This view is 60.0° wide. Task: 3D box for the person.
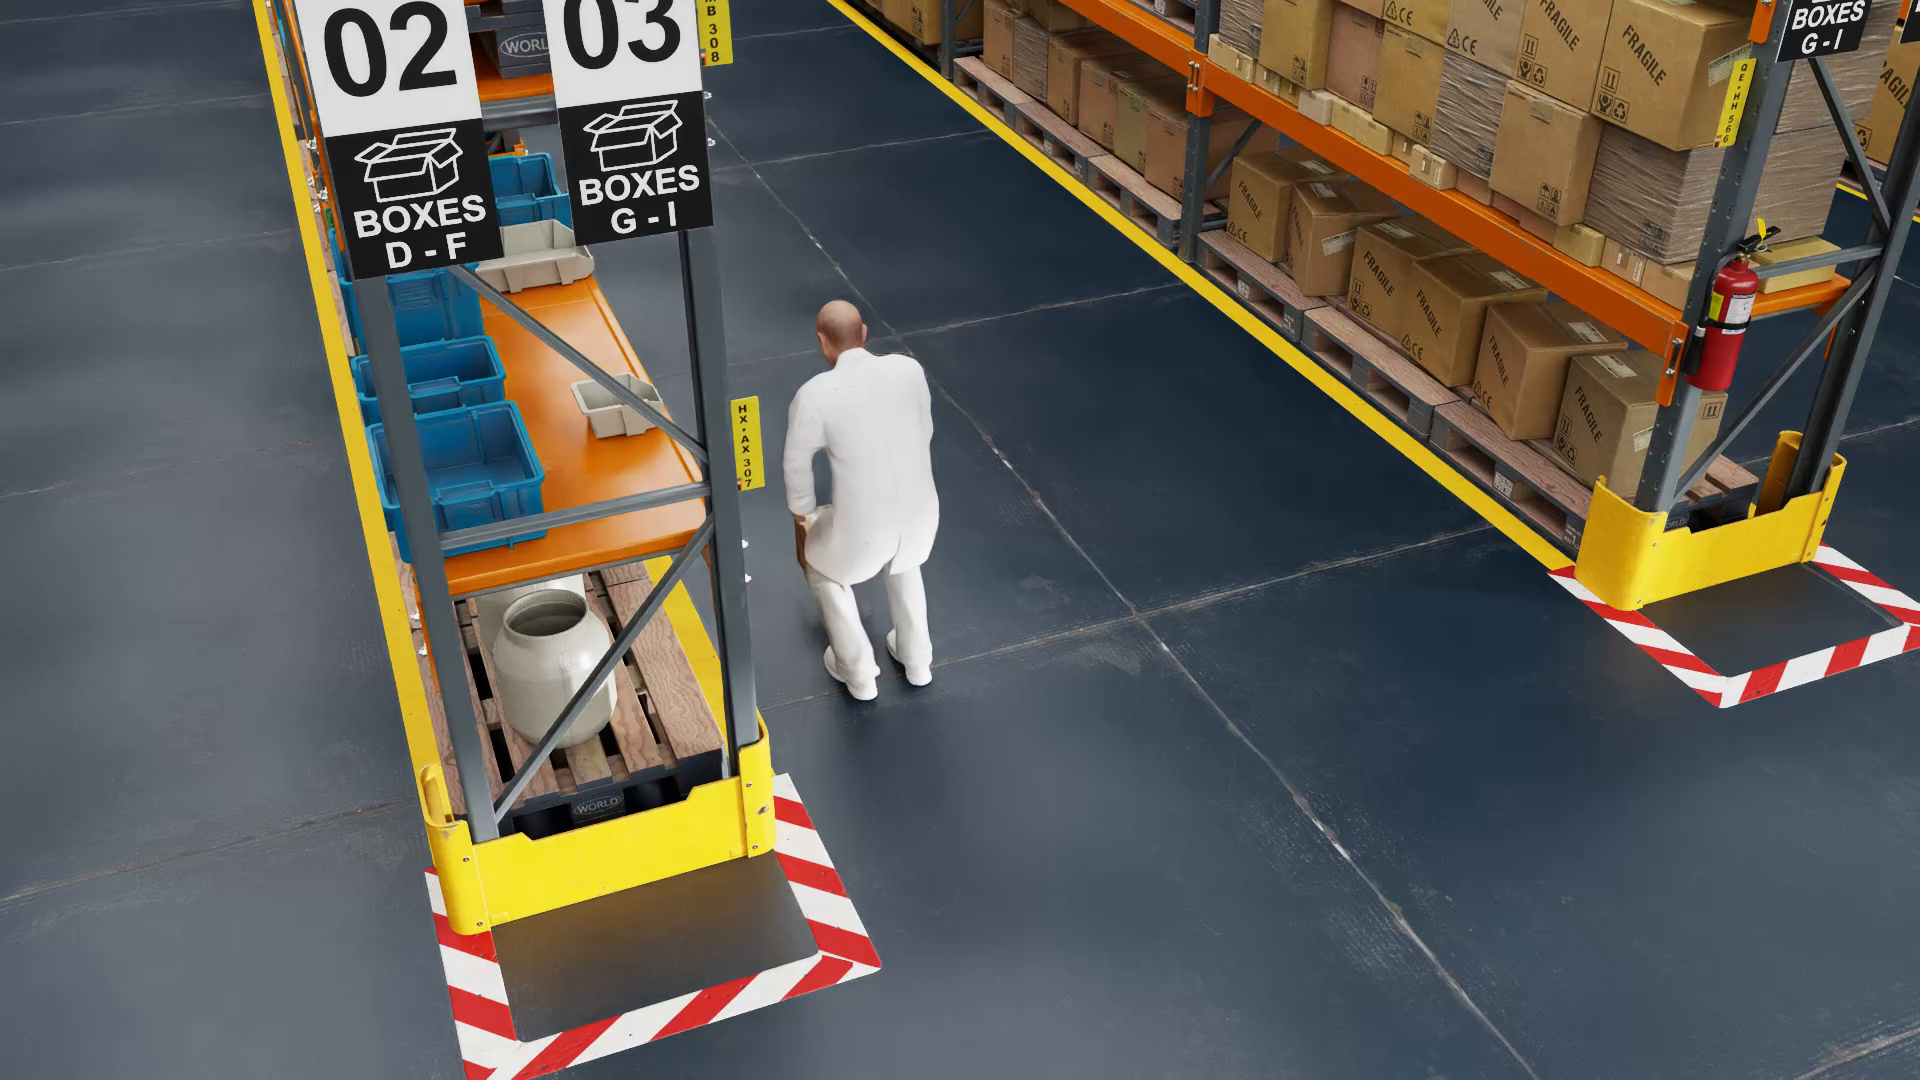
[{"bbox_3d":[-0.373,-0.128,6.511,0.619,1.612,0.564,-14,36,-20],"label":"person"}]
